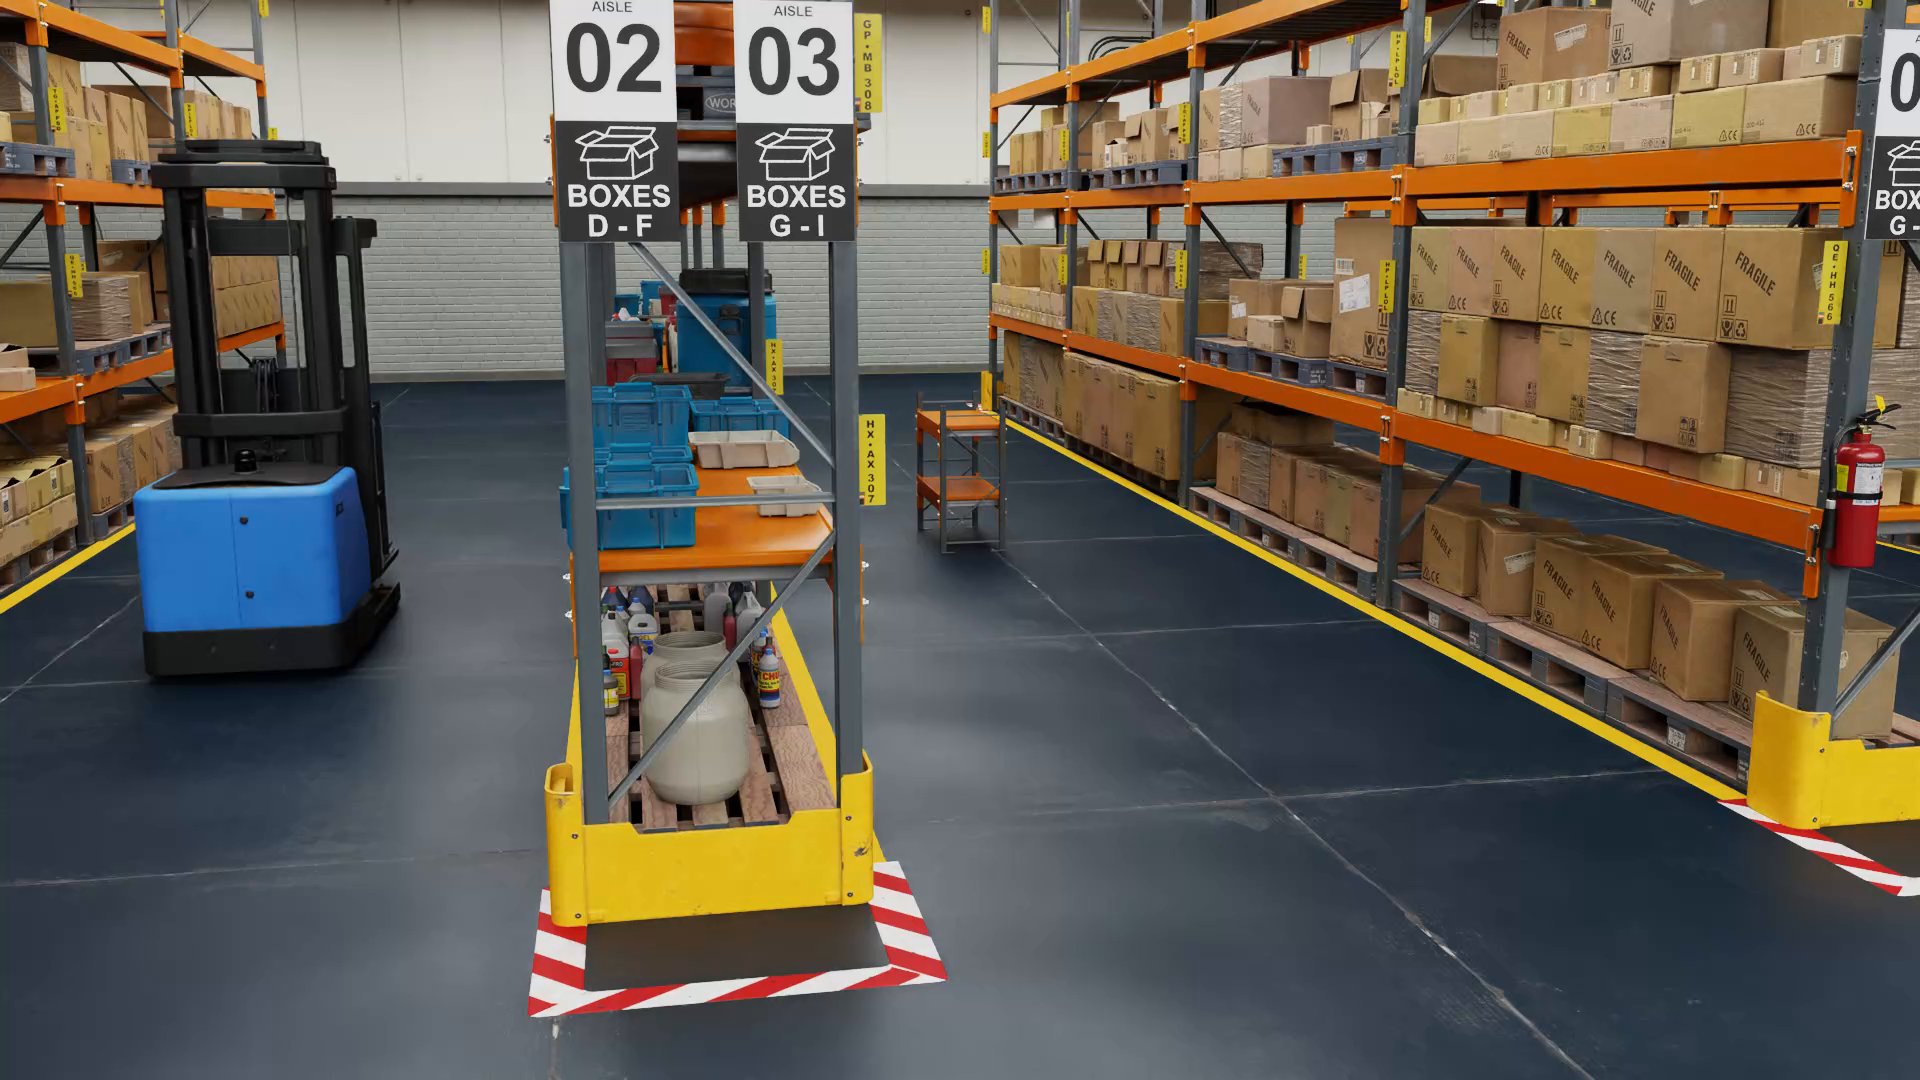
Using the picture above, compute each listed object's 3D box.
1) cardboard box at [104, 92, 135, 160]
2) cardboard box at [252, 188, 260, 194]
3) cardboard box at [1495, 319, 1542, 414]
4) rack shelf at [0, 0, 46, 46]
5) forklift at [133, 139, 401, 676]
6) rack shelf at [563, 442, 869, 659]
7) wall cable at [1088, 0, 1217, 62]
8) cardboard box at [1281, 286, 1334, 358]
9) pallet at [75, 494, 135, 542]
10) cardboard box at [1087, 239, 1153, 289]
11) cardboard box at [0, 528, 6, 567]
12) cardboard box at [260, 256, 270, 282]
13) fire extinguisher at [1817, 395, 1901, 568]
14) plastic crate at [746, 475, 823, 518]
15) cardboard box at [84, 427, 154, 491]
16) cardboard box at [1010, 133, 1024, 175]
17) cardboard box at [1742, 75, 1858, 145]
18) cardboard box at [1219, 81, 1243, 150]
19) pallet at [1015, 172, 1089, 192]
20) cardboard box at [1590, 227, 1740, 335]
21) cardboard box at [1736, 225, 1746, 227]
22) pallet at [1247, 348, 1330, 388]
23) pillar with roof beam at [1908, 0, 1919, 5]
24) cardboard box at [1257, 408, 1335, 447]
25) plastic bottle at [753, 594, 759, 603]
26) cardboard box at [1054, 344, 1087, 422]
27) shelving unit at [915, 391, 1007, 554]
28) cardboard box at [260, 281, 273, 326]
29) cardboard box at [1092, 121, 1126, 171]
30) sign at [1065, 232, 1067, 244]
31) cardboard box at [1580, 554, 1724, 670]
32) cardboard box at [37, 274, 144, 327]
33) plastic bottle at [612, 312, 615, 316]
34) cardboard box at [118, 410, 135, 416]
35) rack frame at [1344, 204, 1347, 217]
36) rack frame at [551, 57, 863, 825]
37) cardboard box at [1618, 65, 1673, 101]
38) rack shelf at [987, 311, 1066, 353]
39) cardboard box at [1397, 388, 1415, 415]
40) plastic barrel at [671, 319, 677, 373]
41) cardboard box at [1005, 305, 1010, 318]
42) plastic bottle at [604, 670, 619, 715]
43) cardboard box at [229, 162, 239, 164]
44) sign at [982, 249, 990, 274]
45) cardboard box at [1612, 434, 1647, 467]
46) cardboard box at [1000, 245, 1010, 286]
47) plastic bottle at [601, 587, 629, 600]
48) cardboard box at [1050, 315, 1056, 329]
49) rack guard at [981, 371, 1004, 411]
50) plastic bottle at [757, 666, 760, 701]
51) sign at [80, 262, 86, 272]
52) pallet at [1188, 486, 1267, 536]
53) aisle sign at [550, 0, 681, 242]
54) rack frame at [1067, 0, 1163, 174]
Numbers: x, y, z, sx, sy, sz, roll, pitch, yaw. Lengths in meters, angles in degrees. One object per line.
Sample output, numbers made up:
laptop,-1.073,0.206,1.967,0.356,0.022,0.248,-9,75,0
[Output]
cardboard box,-7.872,-3.713,15.001,0.600,0.600,0.600,-2,11,-12
cardboard box,-8.383,-4.108,19.138,0.500,0.250,0.500,-2,11,-11
cardboard box,3.509,-0.973,9.226,0.875,0.500,0.500,-2,11,-11
rack shelf,-6.883,-3.448,10.241,1.077,0.370,4.000,-2,11,-11
forklift,-4.164,-0.930,10.243,1.130,2.935,3.031,-2,11,-10
rack shelf,-1.246,-0.144,7.853,1.077,0.370,4.000,-2,11,-11
wall cable,3.171,-8.935,27.468,2.277,5.999,0.120,-2,11,-11
cardboard box,2.796,-1.616,12.263,0.797,0.503,0.637,-1,11,-5
pallet,-7.380,-0.187,13.612,1.003,0.211,1.213,-2,11,-11
cardboard box,1.800,-2.936,17.651,0.797,0.503,0.637,-2,11,-12
cardboard box,-6.629,0.095,10.906,0.500,0.250,0.500,-2,11,-10
cardboard box,-8.373,-3.261,19.368,0.500,0.500,0.500,-2,11,-9
fire extinguisher,3.572,-0.235,6.614,0.296,0.674,0.183,-2,11,-11
plastic crate,-0.715,-0.177,6.807,0.298,0.136,0.250,-2,11,-11
cardboard box,-7.281,-0.688,14.298,0.500,0.500,0.500,-2,11,-12
cardboard box,1.034,-4.822,20.828,0.700,0.500,0.500,-3,11,-13
cardboard box,3.658,-1.789,6.954,0.500,0.250,0.500,-2,11,-10
cardboard box,2.380,-3.357,13.186,0.500,0.500,0.500,-2,11,-11
pallet,1.285,-4.315,20.060,1.003,0.211,1.213,-2,11,-11
cardboard box,3.454,-1.272,8.120,0.500,0.500,0.500,-2,11,-11
cardboard box,10.646,-4.151,22.305,0.380,0.149,0.250,-2,11,-10
pallet,2.871,-1.322,12.632,1.003,0.211,1.213,-2,11,-11
pillar with roof beam,11.615,-7.104,26.455,9.100,9.000,0.548,-2,11,-11
cardboard box,2.718,-0.915,13.487,0.500,0.250,0.500,-1,11,-5
plastic bottle,-1.117,0.426,9.026,0.061,0.283,0.133,-1,11,-7
cardboard box,1.618,-1.798,19.179,0.875,0.875,0.875,-2,11,-11
shelving unit,-0.001,-0.554,13.098,0.538,1.125,1.048,-2,11,-11
cardboard box,-8.370,-2.767,19.445,0.500,0.500,0.500,-2,11,-11
cardboard box,1.790,-4.134,17.482,0.700,0.500,0.500,-2,11,-10
sign,1.425,-3.947,22.182,0.100,0.325,0.005,-2,11,-11
cardboard box,3.643,0.372,8.781,0.500,0.500,0.500,-1,11,-6
cardboard box,-7.982,-2.188,15.281,0.700,0.500,0.500,0,11,-2
plastic bottle,-3.512,-2.167,16.869,0.061,0.283,0.133,-2,11,-11
cardboard box,-8.081,-0.945,15.647,0.500,0.500,0.500,-2,11,-10
rack frame,5.774,-3.407,23.073,1.000,3.000,0.127,-2,11,-11
rack frame,-0.857,-0.130,5.859,1.000,3.000,0.127,-2,11,-11
cardboard box,3.395,-2.185,7.964,0.380,0.149,0.250,-3,11,-14
rack shelf,1.279,-2.525,20.363,1.077,0.370,4.000,-2,11,-11
cardboard box,2.970,-0.870,10.418,0.380,0.149,0.250,-2,11,-11
plastic barrel,-1.749,-1.249,11.371,0.433,0.535,0.433,0,11,0
cardboard box,0.788,-2.903,21.096,0.380,0.149,0.250,-2,11,-12
plastic bottle,-1.644,0.707,7.765,0.097,0.201,0.097,0,11,0
cardboard box,-8.184,-4.171,18.129,0.500,0.250,0.500,-2,11,-11
sign,0.344,-3.690,22.034,0.100,0.325,0.005,-2,11,-11
cardboard box,3.484,-0.460,8.265,0.380,0.149,0.250,-2,11,-11
cardboard box,0.815,-3.496,21.143,0.500,0.500,0.500,-2,11,-12
plastic bottle,-1.913,0.391,9.229,0.152,0.276,0.135,-2,11,-9
cardboard box,1.236,-2.479,18.871,0.380,0.149,0.250,-2,11,-10
rack guard,0.885,-2.021,22.479,1.175,0.500,0.348,-2,11,-11
plastic bottle,-0.924,0.665,7.985,0.097,0.201,0.097,0,11,0
sign,-8.581,-2.556,16.287,0.100,0.325,0.005,-2,11,-11
pallet,2.596,-0.264,14.021,1.003,0.211,1.213,-2,11,-11
aisle sign,-1.134,-1.383,5.489,0.394,0.787,0.004,-2,11,-11
rack frame,1.668,-5.458,17.807,1.000,3.000,0.127,-2,11,-11
